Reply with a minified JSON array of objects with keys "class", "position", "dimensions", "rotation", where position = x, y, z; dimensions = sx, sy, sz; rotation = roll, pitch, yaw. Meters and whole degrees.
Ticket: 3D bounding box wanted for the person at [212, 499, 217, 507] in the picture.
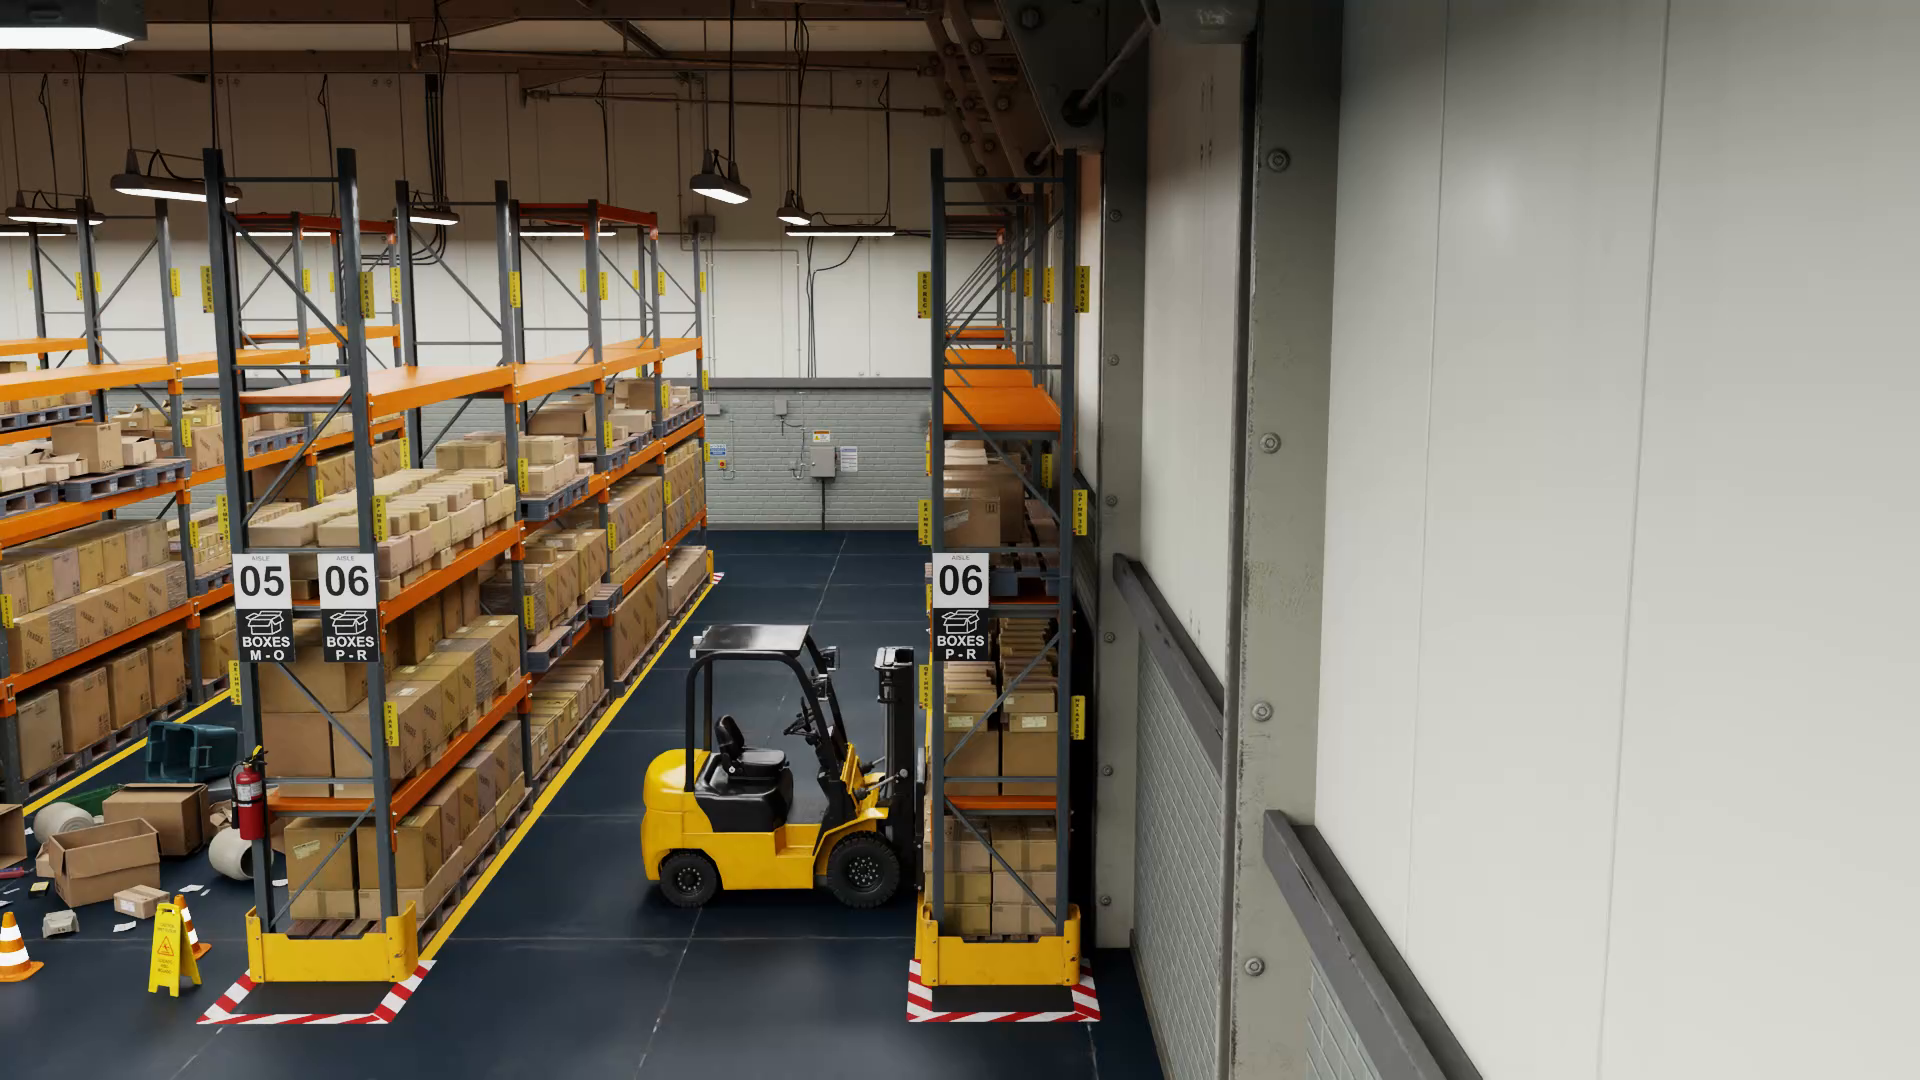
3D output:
[{"class":"person","position":[-11.478,0.194,26.006],"dimensions":[0.362,1.709,0.528],"rotation":[1,9,4]}]
